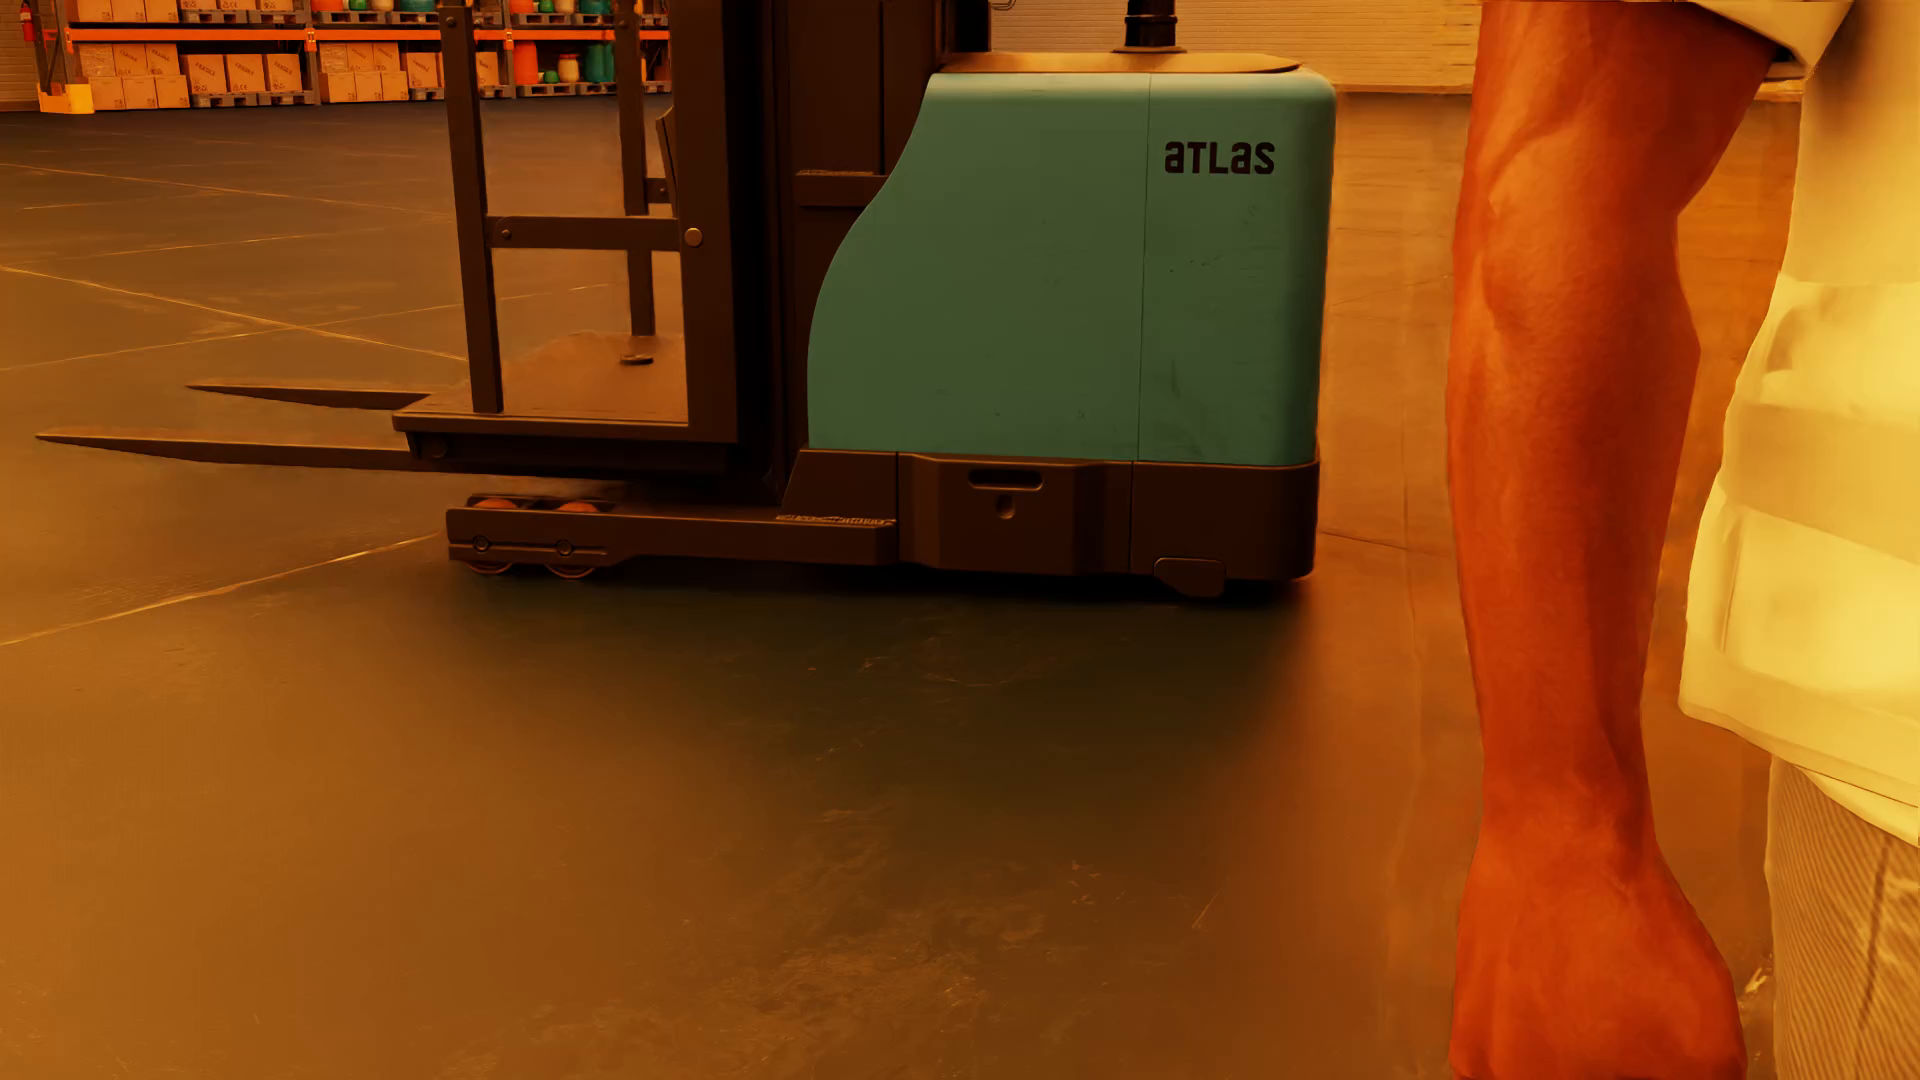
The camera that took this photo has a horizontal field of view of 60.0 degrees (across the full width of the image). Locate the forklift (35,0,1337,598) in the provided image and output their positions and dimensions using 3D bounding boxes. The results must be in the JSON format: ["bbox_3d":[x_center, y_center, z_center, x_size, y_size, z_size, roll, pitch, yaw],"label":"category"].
[{"bbox_3d":[-0.684,-1.465,3.723,3.031,2.935,1.130,3,17,9],"label":"forklift"}]
